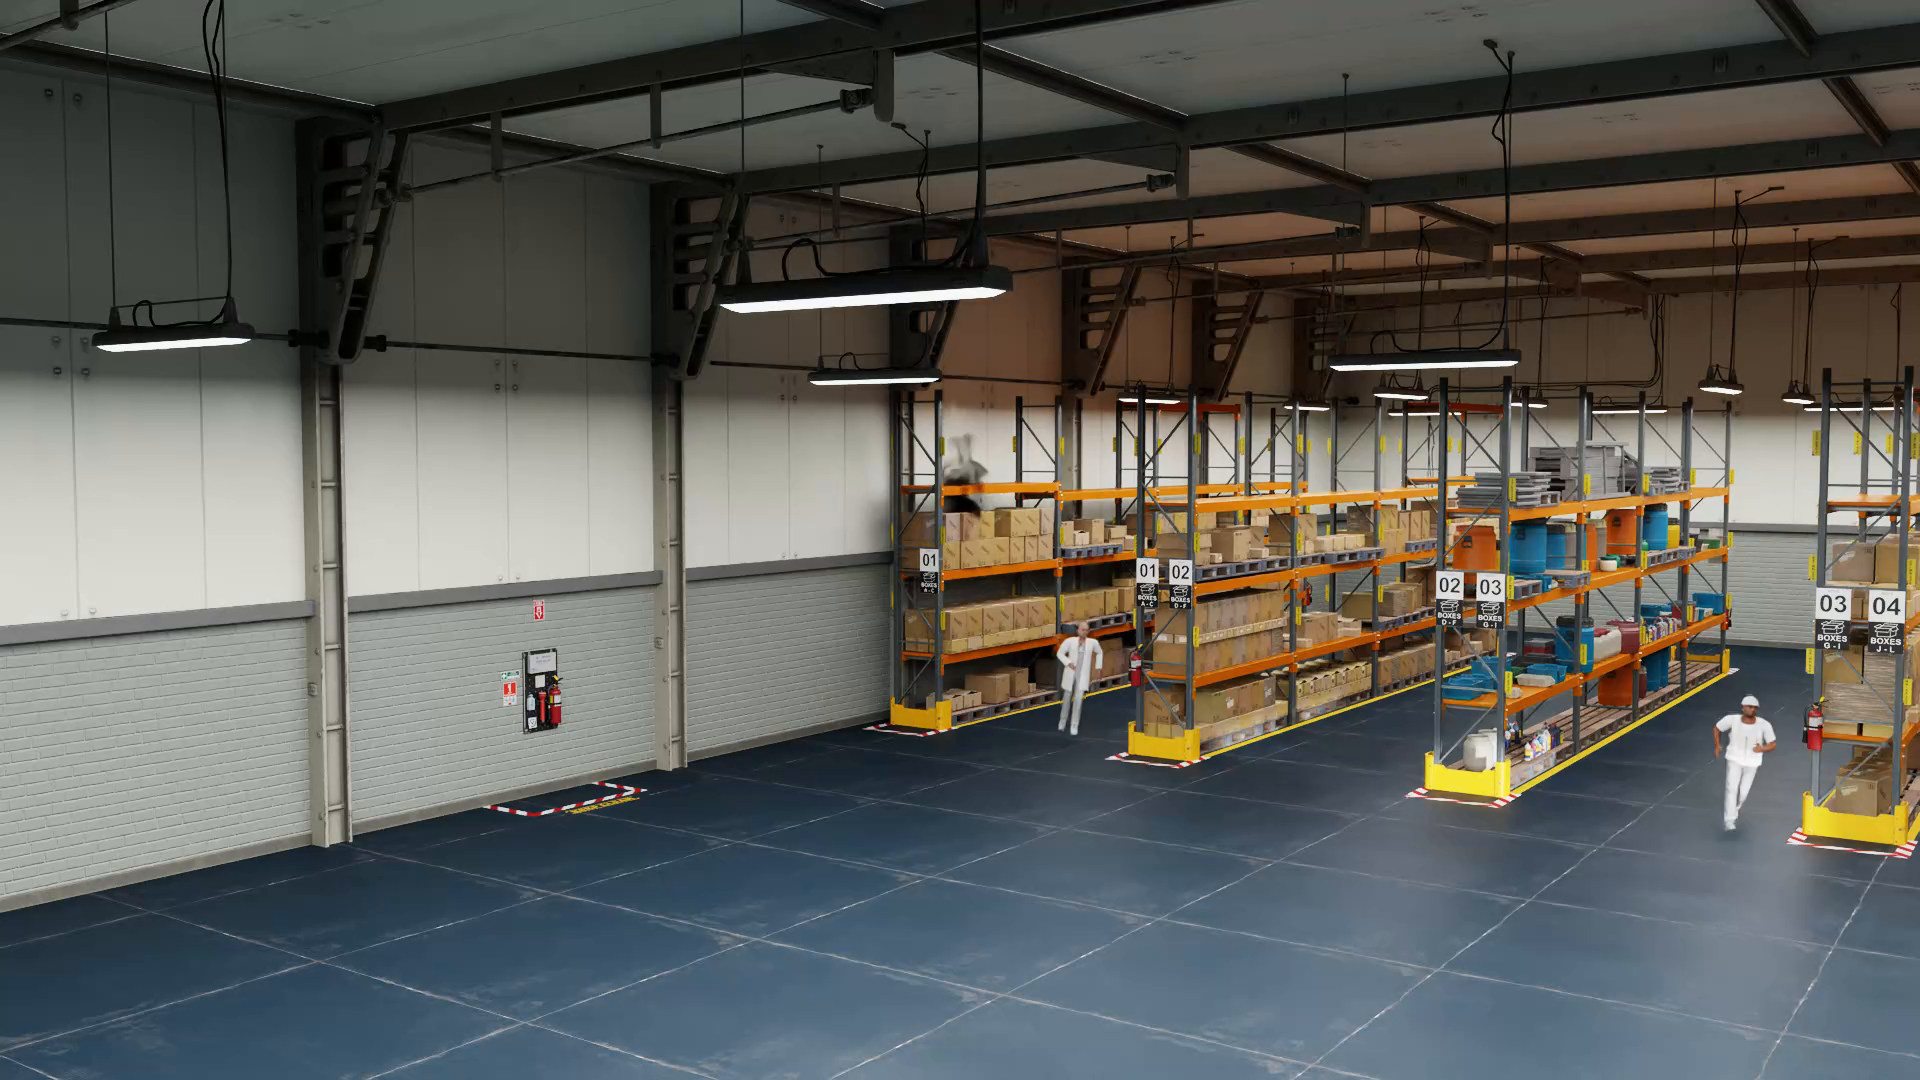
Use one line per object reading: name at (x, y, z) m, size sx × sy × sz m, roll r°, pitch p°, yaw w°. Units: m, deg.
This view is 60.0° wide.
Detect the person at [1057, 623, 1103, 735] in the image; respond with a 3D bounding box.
person at (1.987, 2.276, 27.510) m, size 0.772 × 1.812 × 0.930 m, roll 0°, pitch 3°, yaw 1°

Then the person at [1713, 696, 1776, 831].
person at (10.178, 2.875, 21.566) m, size 0.737 × 1.723 × 1.043 m, roll 1°, pitch 3°, yaw 20°
